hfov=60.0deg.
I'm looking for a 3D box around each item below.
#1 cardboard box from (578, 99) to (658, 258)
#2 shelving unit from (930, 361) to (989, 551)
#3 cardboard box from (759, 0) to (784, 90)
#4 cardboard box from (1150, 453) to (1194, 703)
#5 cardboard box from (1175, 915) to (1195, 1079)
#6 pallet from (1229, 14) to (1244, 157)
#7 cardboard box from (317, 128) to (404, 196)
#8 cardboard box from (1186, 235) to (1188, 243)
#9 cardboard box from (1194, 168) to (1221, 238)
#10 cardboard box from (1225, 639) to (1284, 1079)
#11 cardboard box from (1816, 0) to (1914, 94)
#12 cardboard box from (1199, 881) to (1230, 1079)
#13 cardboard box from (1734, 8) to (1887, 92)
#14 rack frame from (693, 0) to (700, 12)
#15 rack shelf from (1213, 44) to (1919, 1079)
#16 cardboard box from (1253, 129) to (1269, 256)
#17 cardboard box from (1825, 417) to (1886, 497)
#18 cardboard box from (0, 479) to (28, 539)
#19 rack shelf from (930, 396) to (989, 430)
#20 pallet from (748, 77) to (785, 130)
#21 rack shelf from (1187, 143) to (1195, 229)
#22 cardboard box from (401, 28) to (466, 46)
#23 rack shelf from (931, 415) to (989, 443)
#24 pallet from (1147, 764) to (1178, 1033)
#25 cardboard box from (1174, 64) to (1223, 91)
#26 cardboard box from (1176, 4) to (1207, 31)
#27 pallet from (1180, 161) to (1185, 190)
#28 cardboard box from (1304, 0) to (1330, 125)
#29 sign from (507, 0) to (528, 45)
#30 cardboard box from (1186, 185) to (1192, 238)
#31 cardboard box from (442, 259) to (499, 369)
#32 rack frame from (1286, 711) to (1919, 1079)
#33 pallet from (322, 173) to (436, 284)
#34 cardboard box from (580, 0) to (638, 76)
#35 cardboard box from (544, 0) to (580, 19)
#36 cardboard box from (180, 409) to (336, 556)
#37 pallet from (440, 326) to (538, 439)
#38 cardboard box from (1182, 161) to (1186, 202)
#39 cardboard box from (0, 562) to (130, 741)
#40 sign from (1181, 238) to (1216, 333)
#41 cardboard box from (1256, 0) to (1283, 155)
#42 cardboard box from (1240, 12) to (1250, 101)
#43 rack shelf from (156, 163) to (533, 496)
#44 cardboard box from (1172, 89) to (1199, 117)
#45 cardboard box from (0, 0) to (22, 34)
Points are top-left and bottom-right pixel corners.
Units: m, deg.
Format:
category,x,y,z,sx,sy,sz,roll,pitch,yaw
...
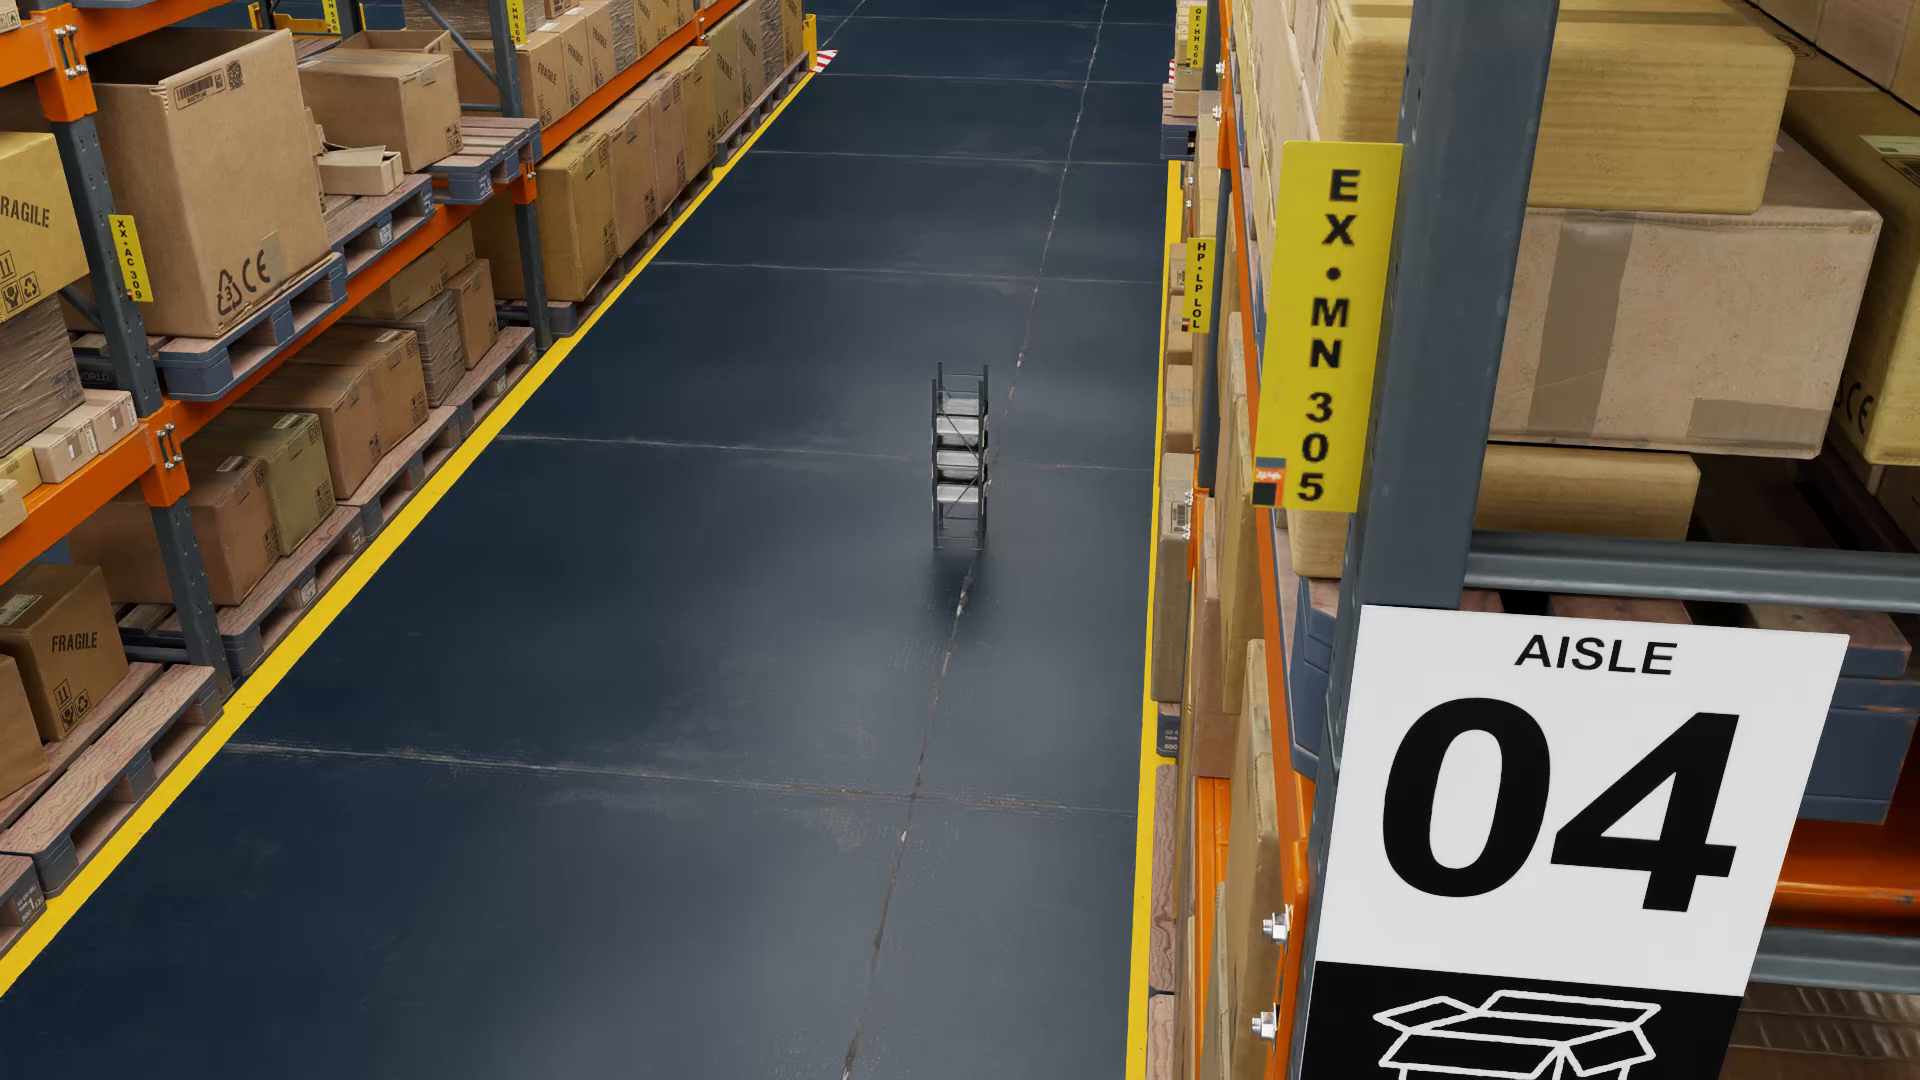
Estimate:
category,x,y,z,sx,sy,sz,roll,pitch,yaw
cardboard box,-2.864,-2.551,11.620,1.225,0.875,0.875,3,29,6
shelving unit,0.001,-0.400,8.044,0.258,0.900,0.210,3,28,6
cardboard box,-2.217,-4.840,15.868,0.875,0.875,0.875,3,28,6
cardboard box,1.320,0.168,6.705,1.050,0.750,0.750,3,28,6
cardboard box,0.967,1.556,3.997,0.875,0.875,0.875,3,28,5
pallet,1.223,-1.237,4.315,1.003,0.211,1.213,3,28,6
cardboard box,-3.023,-1.884,8.283,0.396,0.266,0.258,3,28,5
cardboard box,1.645,-1.632,10.310,0.500,0.500,0.500,3,28,6
cardboard box,1.316,-1.360,7.507,0.500,0.500,0.500,3,28,6
cardboard box,0.903,0.565,2.743,0.875,0.550,0.550,3,28,6
cardboard box,1.263,-0.624,1.959,0.380,0.149,0.250,3,28,5
cardboard box,0.890,1.039,3.000,0.875,0.550,0.550,3,28,6
cardboard box,1.218,-0.523,2.192,0.500,0.250,0.500,3,28,6
rack frame,-2.596,-4.442,13.332,1.000,3.000,0.127,3,28,6
rack shelf,1.089,-0.403,3.431,1.077,0.370,4.000,3,28,6
cardboard box,0.673,-0.552,2.665,0.380,0.149,0.250,3,28,5
cardboard box,1.234,-0.159,1.936,0.380,0.149,0.250,4,29,7
cardboard box,-3.362,-0.092,5.522,0.380,0.149,0.250,3,28,6
rack shelf,0.001,-0.608,7.931,0.258,0.077,0.200,3,28,6
pallet,-2.279,-4.143,15.718,1.003,0.211,1.213,3,28,6
rack shelf,2.069,-2.848,11.132,1.077,0.370,4.000,3,28,6
cardboard box,-3.272,-2.850,10.271,0.500,0.500,0.500,4,29,8
rack shelf,0.001,-0.529,7.974,0.258,0.077,0.200,3,28,6
pallet,1.163,1.241,5.724,1.003,0.211,1.213,3,28,6
cardboard box,1.432,-2.687,9.584,0.380,0.149,0.250,4,29,7
cardboard box,1.523,-3.184,10.192,0.380,0.149,0.250,4,29,8
pallet,2.361,-3.196,13.961,1.003,0.211,1.213,3,28,6
cardboard box,0.580,-0.543,1.809,0.380,0.149,0.250,3,29,6
sign,-2.547,-3.007,9.531,0.100,0.325,0.005,3,28,6
cardboard box,1.647,-1.975,10.155,0.500,0.250,0.500,3,28,5
cardboard box,-3.149,-1.336,9.738,0.700,0.500,0.500,2,28,4
rack frame,0.843,1.543,2.224,1.000,3.000,0.127,3,28,6
pallet,-3.288,-1.540,8.149,1.003,0.211,1.213,3,28,6
cardboard box,-2.573,-3.535,11.544,0.500,0.500,0.500,3,29,6
cardboard box,-2.898,-3.694,10.782,0.797,0.503,0.637,4,29,7
cardboard box,-3.403,-0.280,7.780,0.700,0.500,0.500,3,28,6
pallet,-3.184,-0.963,9.816,1.003,0.211,1.213,3,28,6
cardboard box,1.960,-2.858,12.585,0.500,0.500,0.500,4,29,8
cardboard box,-3.665,0.426,6.490,0.500,0.500,0.500,3,28,5
sign,0.794,-0.842,5.513,0.100,0.325,0.005,3,28,6
cardboard box,0.751,-0.790,2.687,0.500,0.250,0.500,3,28,6
cardboard box,0.797,-1.028,3.549,0.380,0.149,0.250,3,28,6
rack shelf,-3.332,-1.301,8.260,1.077,0.370,4.000,3,28,6
cardboard box,1.428,-2.556,9.654,0.380,0.149,0.250,4,29,7
cardboard box,-3.373,-1.701,5.240,0.500,0.250,0.500,4,29,8
